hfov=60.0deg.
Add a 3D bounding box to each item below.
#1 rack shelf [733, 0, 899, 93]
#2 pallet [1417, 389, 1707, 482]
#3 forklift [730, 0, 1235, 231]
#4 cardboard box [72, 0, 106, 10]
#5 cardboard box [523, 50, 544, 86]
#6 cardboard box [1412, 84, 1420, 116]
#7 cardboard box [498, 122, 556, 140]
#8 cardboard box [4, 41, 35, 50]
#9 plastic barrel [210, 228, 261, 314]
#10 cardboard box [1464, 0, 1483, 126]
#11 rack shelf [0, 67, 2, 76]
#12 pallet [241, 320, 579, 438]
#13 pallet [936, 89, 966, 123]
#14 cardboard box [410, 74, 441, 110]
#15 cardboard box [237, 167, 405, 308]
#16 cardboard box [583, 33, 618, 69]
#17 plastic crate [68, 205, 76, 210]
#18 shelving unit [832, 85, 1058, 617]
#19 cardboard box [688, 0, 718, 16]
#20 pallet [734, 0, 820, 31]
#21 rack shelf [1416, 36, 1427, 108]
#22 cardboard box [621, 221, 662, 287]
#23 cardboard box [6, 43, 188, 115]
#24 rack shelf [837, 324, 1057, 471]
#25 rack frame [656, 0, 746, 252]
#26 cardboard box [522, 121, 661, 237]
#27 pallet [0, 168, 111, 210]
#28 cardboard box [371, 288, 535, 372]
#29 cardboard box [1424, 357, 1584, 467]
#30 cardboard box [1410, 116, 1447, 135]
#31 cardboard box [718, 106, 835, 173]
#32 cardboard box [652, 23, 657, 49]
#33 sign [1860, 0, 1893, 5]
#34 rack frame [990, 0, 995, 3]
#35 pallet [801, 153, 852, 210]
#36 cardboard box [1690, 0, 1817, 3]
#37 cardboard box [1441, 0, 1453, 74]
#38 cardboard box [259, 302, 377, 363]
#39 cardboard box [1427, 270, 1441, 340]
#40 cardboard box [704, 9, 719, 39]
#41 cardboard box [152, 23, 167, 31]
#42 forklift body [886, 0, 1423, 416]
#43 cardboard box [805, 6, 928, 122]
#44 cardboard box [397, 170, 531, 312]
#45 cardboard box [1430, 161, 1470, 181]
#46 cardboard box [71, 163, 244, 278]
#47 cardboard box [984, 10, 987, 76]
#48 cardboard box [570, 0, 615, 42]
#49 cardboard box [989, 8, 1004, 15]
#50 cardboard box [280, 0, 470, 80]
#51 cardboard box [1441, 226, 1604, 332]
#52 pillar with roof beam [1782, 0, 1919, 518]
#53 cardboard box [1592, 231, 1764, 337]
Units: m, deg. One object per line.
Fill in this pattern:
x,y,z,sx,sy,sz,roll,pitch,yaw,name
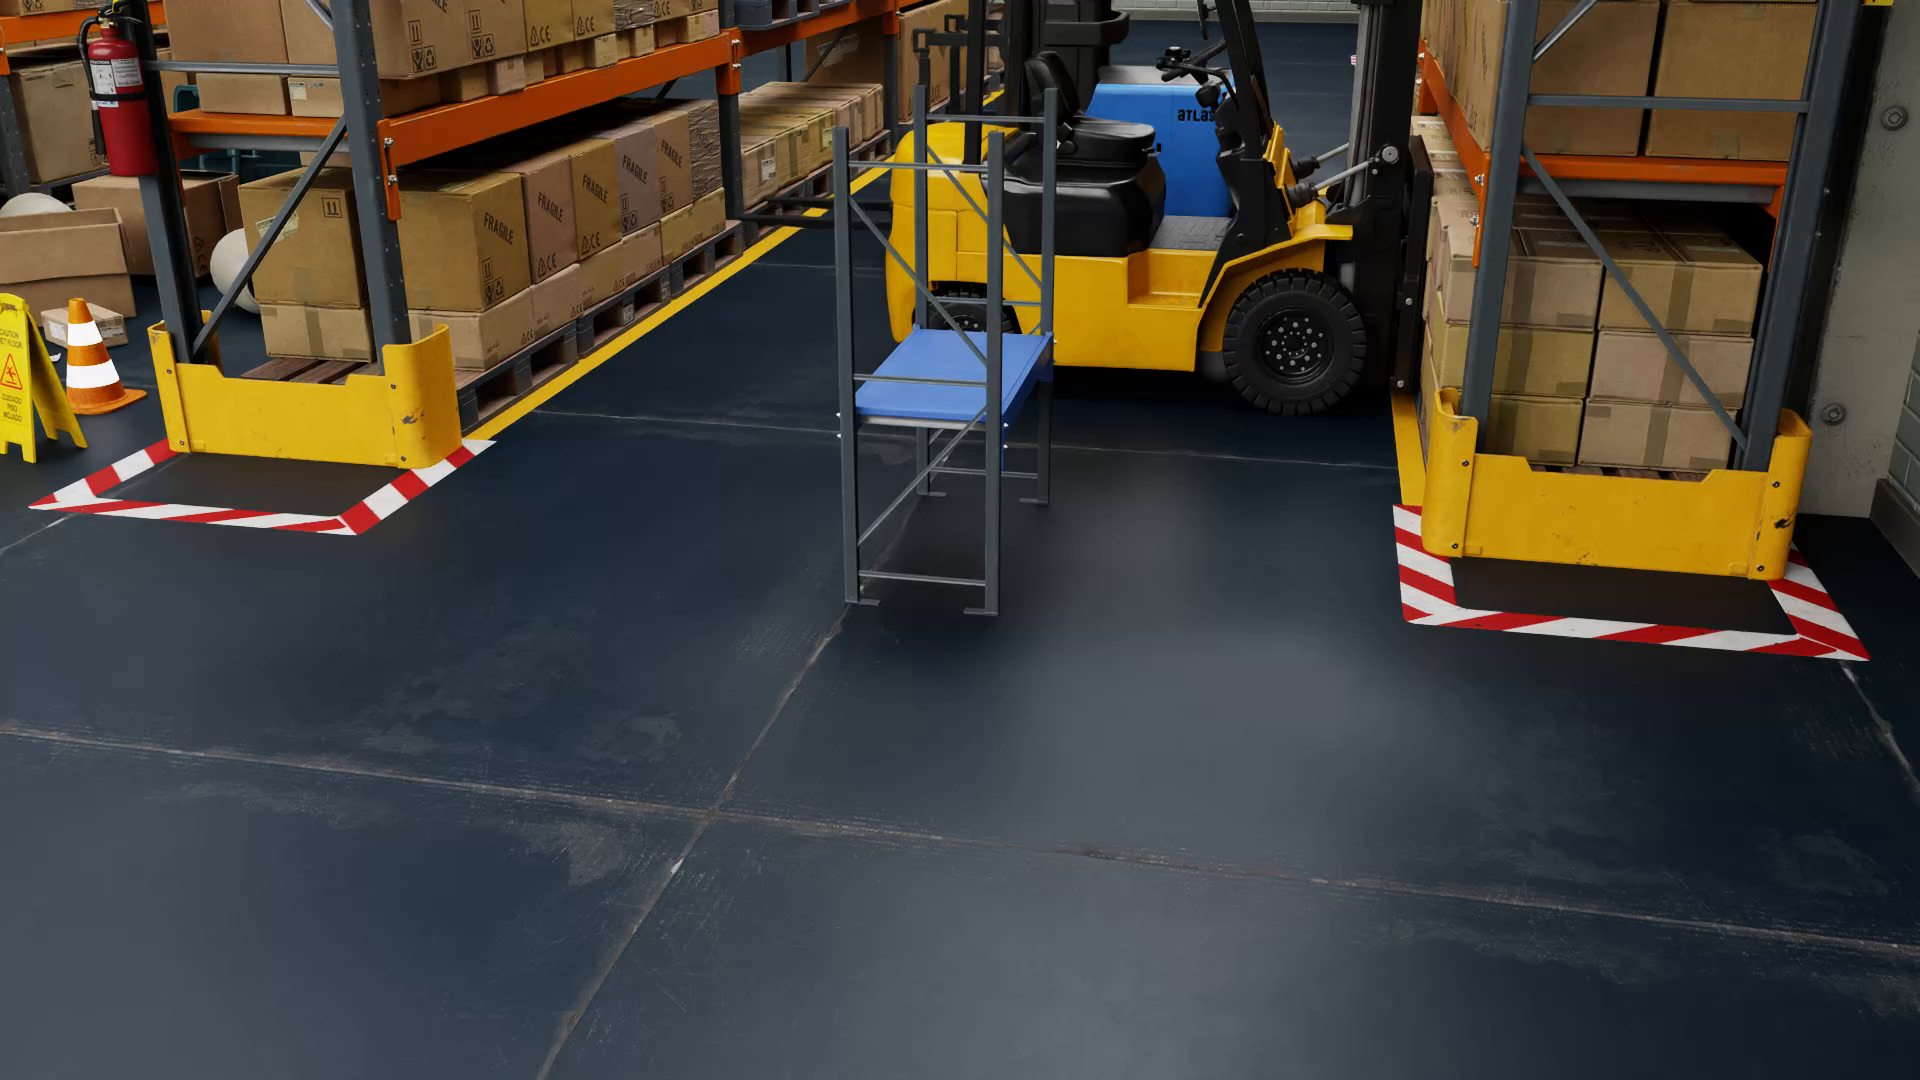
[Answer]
-1.423,-3.606,11.756,1.077,0.370,4.000,4,22,11,rack shelf
2.328,-0.358,6.460,1.003,0.211,1.213,4,22,11,pallet
0.144,-3.144,9.738,3.031,2.935,1.130,4,22,9,forklift
-6.225,-3.952,11.517,0.500,0.500,0.500,5,22,11,cardboard box
-2.088,-2.108,7.409,0.380,0.149,0.250,5,22,12,cardboard box
3.442,-2.675,11.096,0.875,0.625,0.625,4,22,9,cardboard box
-2.421,-1.894,8.657,0.500,0.500,0.500,6,23,14,cardboard box
-10.366,-5.212,17.062,1.225,0.875,0.875,5,22,11,cardboard box
-3.708,-1.421,8.816,0.421,0.421,0.512,-16,27,-35,plastic barrel
2.171,-1.804,6.184,0.500,0.500,0.500,5,23,13,cardboard box
-7.106,-2.484,8.968,1.077,0.370,4.000,4,22,11,rack shelf
-2.431,-0.774,7.494,1.003,0.211,1.213,4,22,11,pallet
-0.529,-4.105,15.764,1.003,0.211,1.213,4,22,11,pallet
-2.338,-1.831,6.721,0.380,0.149,0.250,5,22,12,cardboard box
-2.739,-1.326,7.245,0.500,0.500,0.500,5,22,11,cardboard box
-1.901,-2.391,8.112,0.380,0.149,0.250,5,22,11,cardboard box
-5.451,-2.108,10.759,0.450,0.188,0.662,7,21,42,plastic crate
-0.017,-0.665,5.496,0.538,1.500,1.048,4,22,11,shelving unit
-1.678,-3.211,9.280,0.500,0.500,0.500,4,22,10,cardboard box
-1.533,-3.388,10.507,1.003,0.211,1.213,4,22,11,pallet
3.437,-3.229,10.819,1.077,0.370,4.000,4,22,11,rack shelf
-1.896,-1.510,8.706,0.500,0.250,0.500,5,22,12,cardboard box
-6.458,-3.287,12.448,1.050,0.750,0.750,4,22,11,cardboard box
-0.017,-0.498,5.563,0.538,0.185,1.000,4,22,11,rack shelf
-1.831,-3.208,9.805,1.000,3.000,0.127,4,22,11,rack frame
-1.894,-1.866,8.586,0.500,0.500,0.500,6,23,14,cardboard box
-6.614,-2.543,11.886,1.003,0.211,1.213,4,22,11,pallet
-2.212,-0.939,7.288,0.500,0.250,0.500,4,22,10,cardboard box
1.999,-0.484,6.158,0.500,0.250,0.500,5,22,11,cardboard box
2.623,-2.062,8.737,0.500,0.250,0.500,4,22,10,cardboard box
-1.443,-2.894,11.979,0.950,0.372,0.625,5,23,13,cardboard box
-1.837,-2.680,8.829,0.380,0.149,0.250,4,22,10,cardboard box
2.755,-1.762,4.950,0.100,0.325,0.005,4,22,11,sign
0.618,-7.597,20.702,1.000,3.000,0.127,4,22,11,rack frame
-1.427,-2.647,12.144,1.003,0.211,1.213,4,22,11,pallet
2.536,-1.820,5.356,0.380,0.149,0.250,4,22,10,cardboard box
2.490,-2.358,7.561,0.500,0.500,0.500,4,22,10,cardboard box
-2.741,-0.990,7.415,0.500,0.250,0.500,4,22,11,cardboard box
2.119,-0.904,6.533,0.500,0.250,0.500,4,22,10,cardboard box
-1.598,-2.951,9.502,0.380,0.149,0.250,4,22,10,cardboard box
-9.687,-6.334,19.848,0.875,0.875,0.875,4,22,11,cardboard box
0.814,-1.807,7.462,2.313,2.155,1.214,4,22,11,forklift body
-0.793,-4.127,14.367,0.875,0.875,0.875,4,22,10,cardboard box
-2.208,-1.295,7.170,0.500,0.500,0.500,4,22,9,cardboard box
2.304,-1.501,7.346,0.500,0.250,0.500,4,22,10,cardboard box
-4.585,-1.829,9.539,0.797,0.637,0.503,4,22,11,cardboard box
-0.247,-5.111,16.810,0.875,0.875,0.875,5,23,13,cardboard box
-1.978,-2.645,7.873,0.500,0.500,0.500,4,22,10,cardboard box
0.402,-6.019,19.651,0.875,0.438,0.875,5,22,12,cardboard box
-2.279,-2.082,6.476,0.500,0.500,0.500,4,22,10,cardboard box
2.001,-0.944,5.962,0.500,0.250,0.500,5,23,13,cardboard box
-0.977,-4.665,5.392,9.100,9.000,0.400,4,22,11,pillar with roof beam
2.496,-0.913,5.886,0.500,0.250,0.500,4,22,10,cardboard box
